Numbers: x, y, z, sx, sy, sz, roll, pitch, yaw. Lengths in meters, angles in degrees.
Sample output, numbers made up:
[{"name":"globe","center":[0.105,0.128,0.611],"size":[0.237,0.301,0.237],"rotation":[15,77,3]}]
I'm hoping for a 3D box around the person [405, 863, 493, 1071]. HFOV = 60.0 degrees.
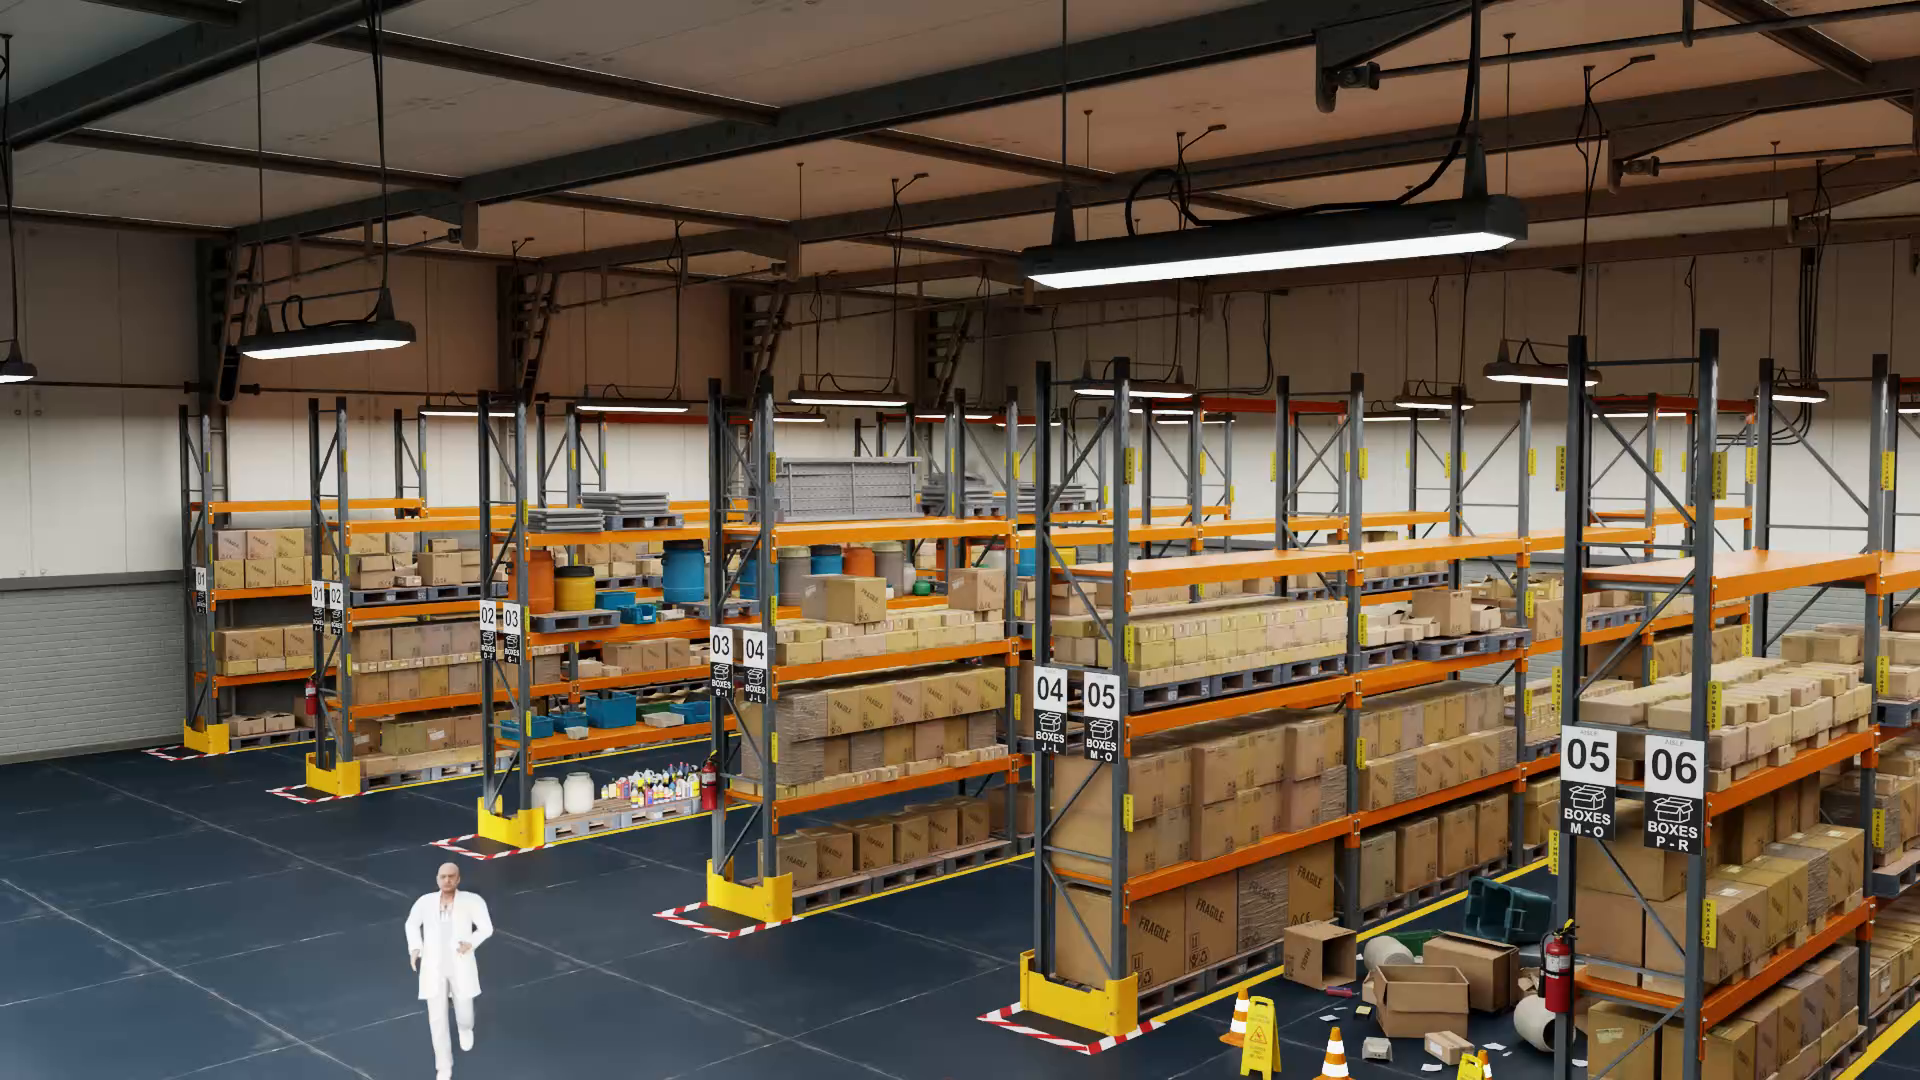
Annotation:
[{"name":"person","center":[-4.264,3.529,13.852],"size":[0.719,1.653,0.725],"rotation":[-1,3,-11]}]
